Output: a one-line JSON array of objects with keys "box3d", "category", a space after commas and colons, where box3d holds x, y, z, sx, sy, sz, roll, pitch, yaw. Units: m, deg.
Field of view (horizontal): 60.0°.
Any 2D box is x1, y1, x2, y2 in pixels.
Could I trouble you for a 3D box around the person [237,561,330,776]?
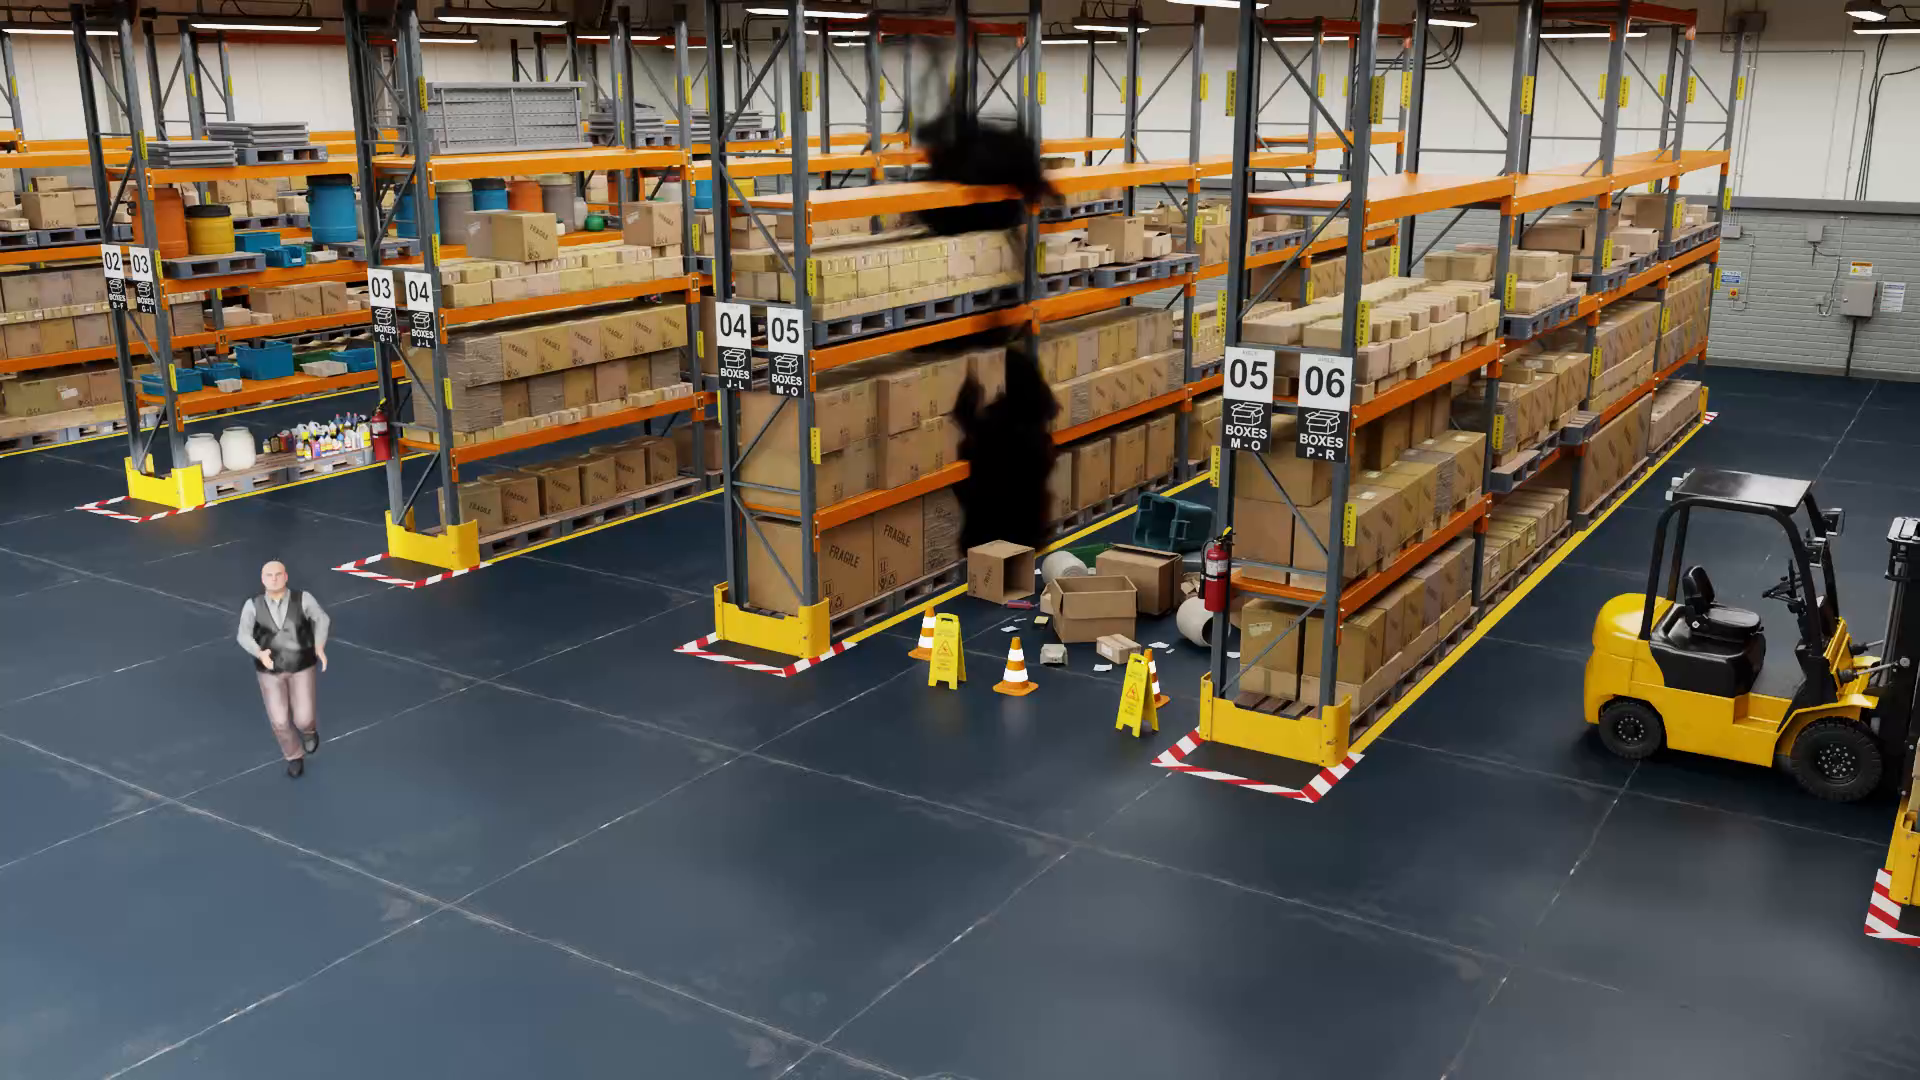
[{"box3d": [-5.087, 0.984, 12.572, 0.655, 1.678, 0.573, -5, 16, -18], "category": "person"}]
